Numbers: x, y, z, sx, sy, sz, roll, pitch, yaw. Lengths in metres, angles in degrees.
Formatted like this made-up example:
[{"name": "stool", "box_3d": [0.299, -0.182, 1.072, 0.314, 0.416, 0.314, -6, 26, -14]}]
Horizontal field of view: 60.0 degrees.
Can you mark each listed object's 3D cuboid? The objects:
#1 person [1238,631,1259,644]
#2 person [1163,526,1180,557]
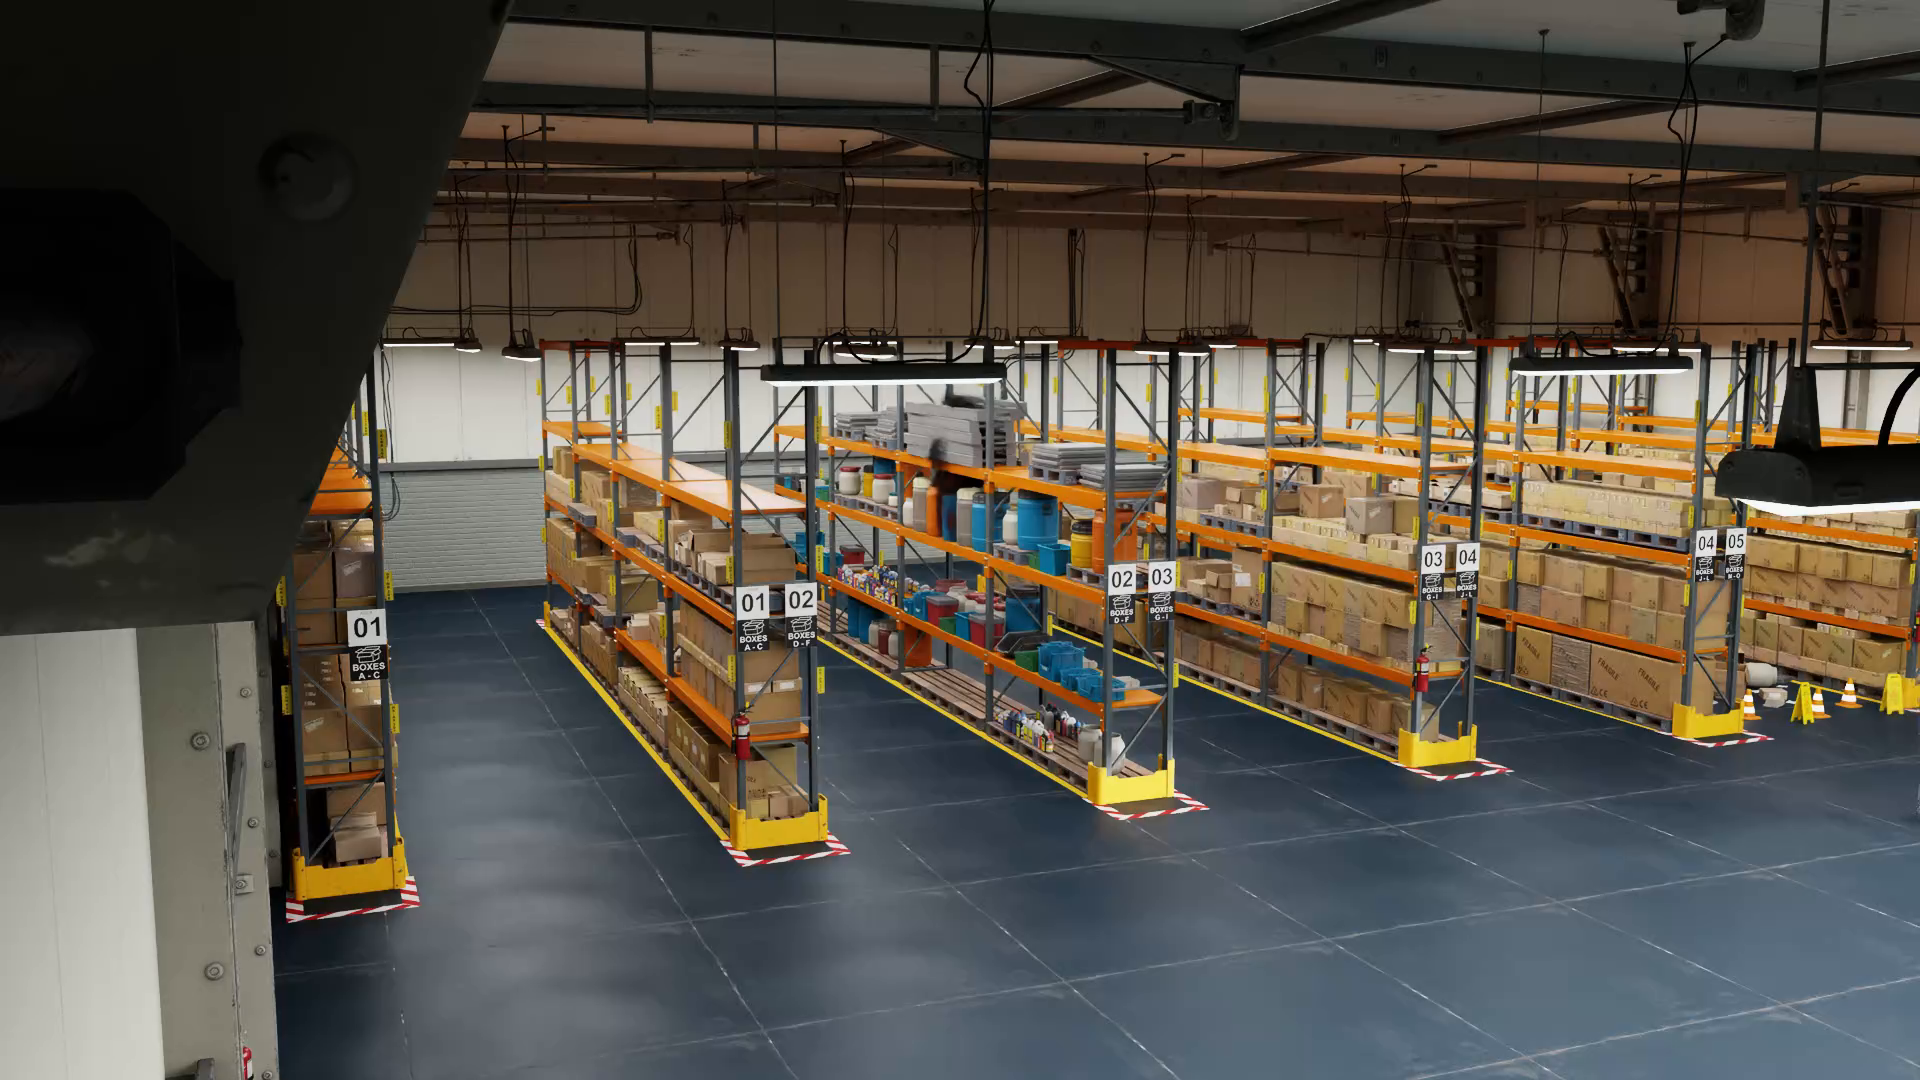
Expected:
[{"name": "person", "box_3d": [5.660, 1.278, 32.311, 0.536, 1.678, 0.912, -4, 8, -26]}, {"name": "person", "box_3d": [5.305, 0.065, 41.644, 0.692, 1.743, 0.742, -3, 8, -21]}]
